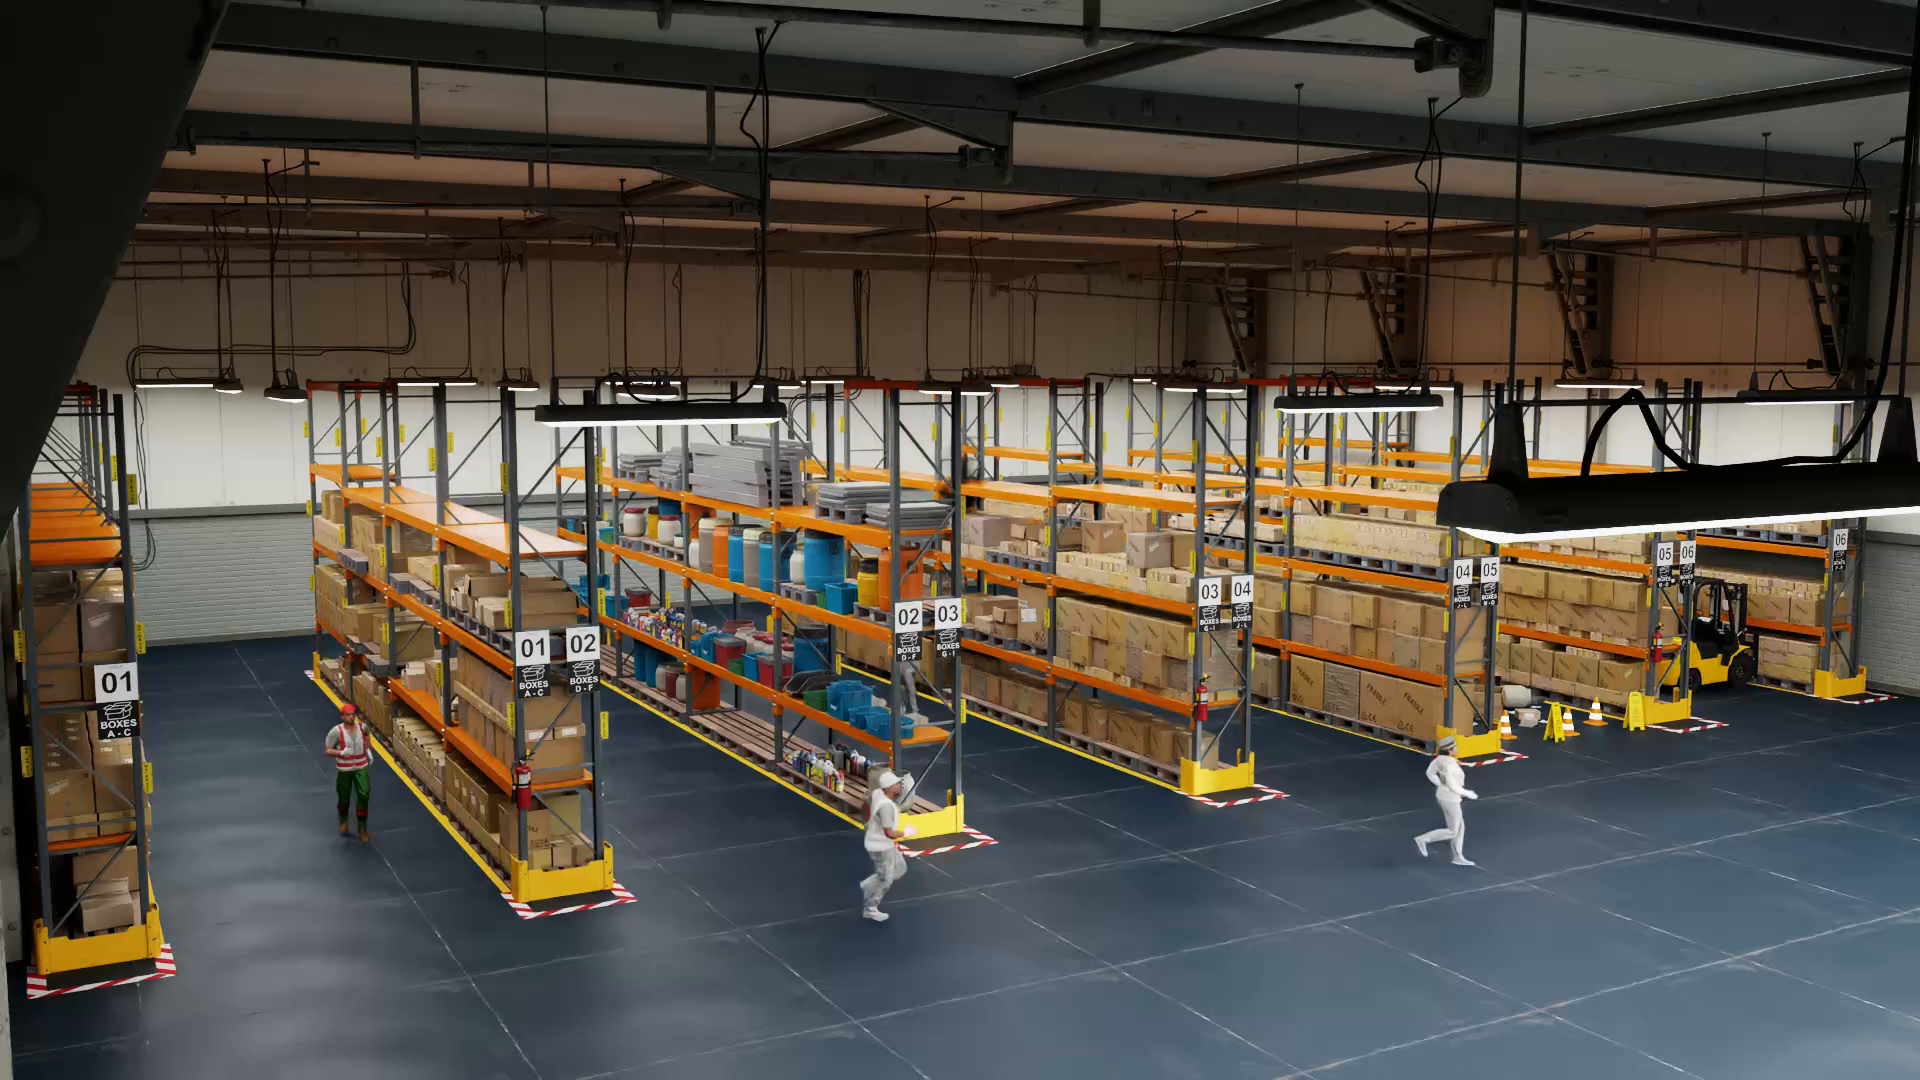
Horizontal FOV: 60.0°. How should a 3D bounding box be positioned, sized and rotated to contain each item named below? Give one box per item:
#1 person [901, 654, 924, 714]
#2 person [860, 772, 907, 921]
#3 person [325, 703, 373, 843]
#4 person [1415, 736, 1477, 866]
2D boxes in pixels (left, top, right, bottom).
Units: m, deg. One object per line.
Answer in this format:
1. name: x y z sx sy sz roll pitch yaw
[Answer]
1. person: -0.852 2.242 28.136 0.478 1.614 0.830 -5 8 -39
2. person: -0.818 3.469 18.894 0.649 1.725 0.732 -1 6 -7
3. person: -8.120 3.086 22.145 0.649 1.860 0.819 -4 7 -32
4. person: 6.105 3.285 20.924 0.795 1.682 0.627 0 6 -2
